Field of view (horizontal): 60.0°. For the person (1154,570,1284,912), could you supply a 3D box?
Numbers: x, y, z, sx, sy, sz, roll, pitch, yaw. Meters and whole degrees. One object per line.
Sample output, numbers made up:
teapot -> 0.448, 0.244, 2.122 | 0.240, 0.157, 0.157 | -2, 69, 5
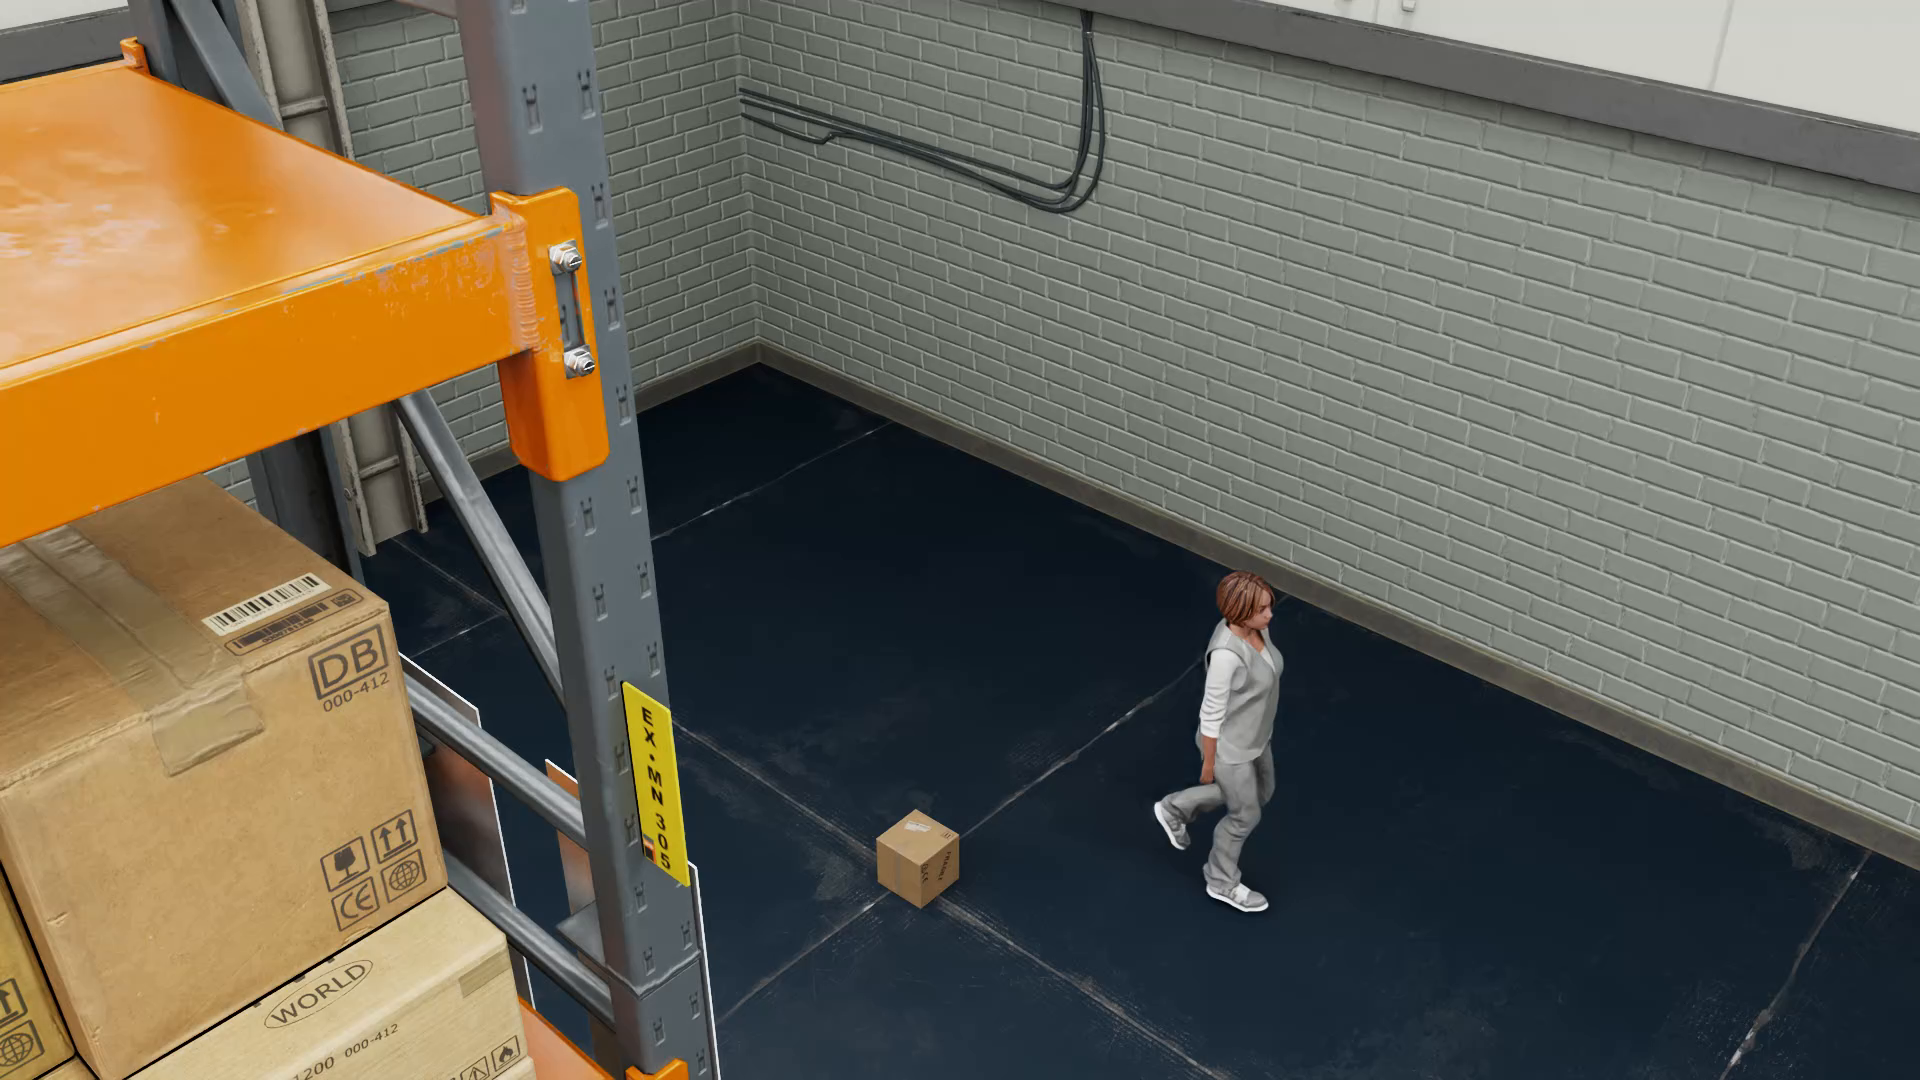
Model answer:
person -> 1.055, 0.788, 6.670 | 0.557, 1.590, 0.422 | 14, 34, 21
